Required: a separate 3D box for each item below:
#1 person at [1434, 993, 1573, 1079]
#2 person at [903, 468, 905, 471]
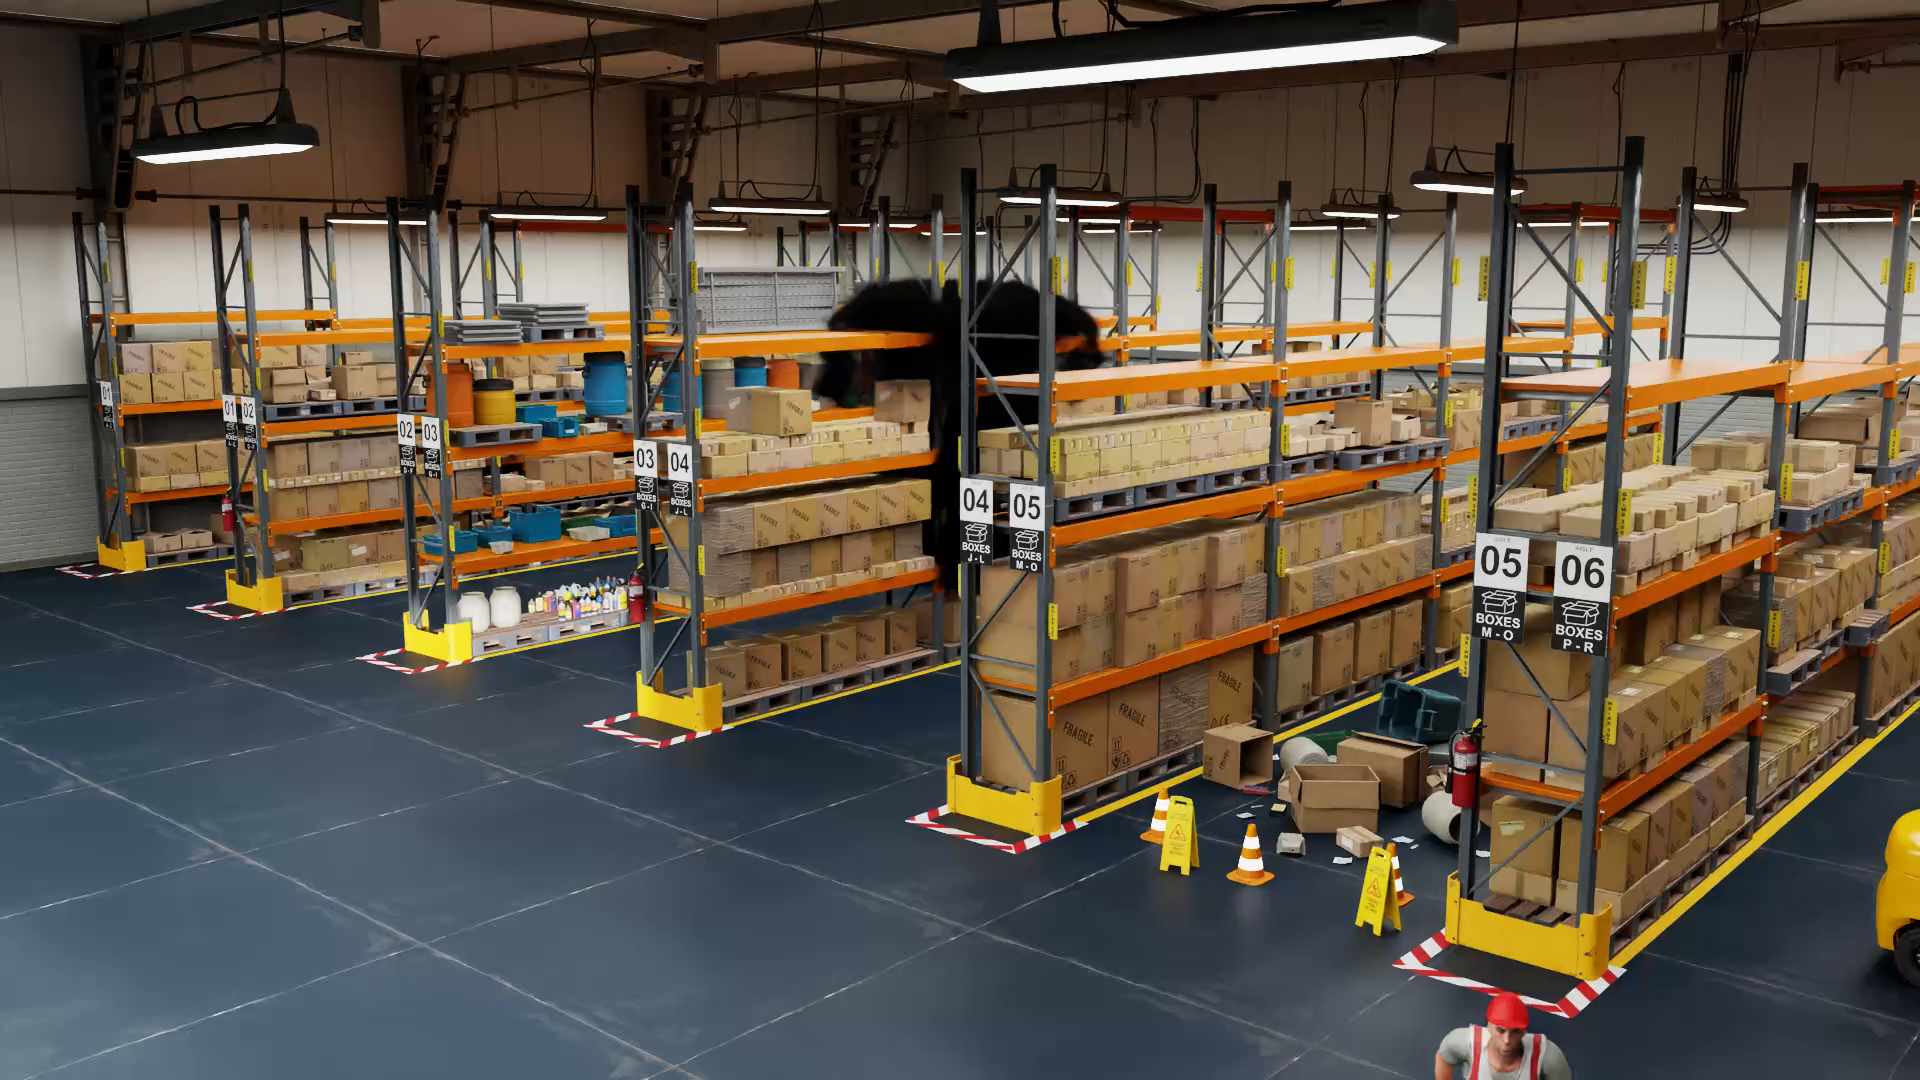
[{"bbox_3d":[2.710,2.984,8.348,0.655,1.717,0.846,2,10,14],"label":"person"},{"bbox_3d":[-0.882,-0.978,31.567,0.679,1.639,0.970,8,12,38],"label":"person"}]
